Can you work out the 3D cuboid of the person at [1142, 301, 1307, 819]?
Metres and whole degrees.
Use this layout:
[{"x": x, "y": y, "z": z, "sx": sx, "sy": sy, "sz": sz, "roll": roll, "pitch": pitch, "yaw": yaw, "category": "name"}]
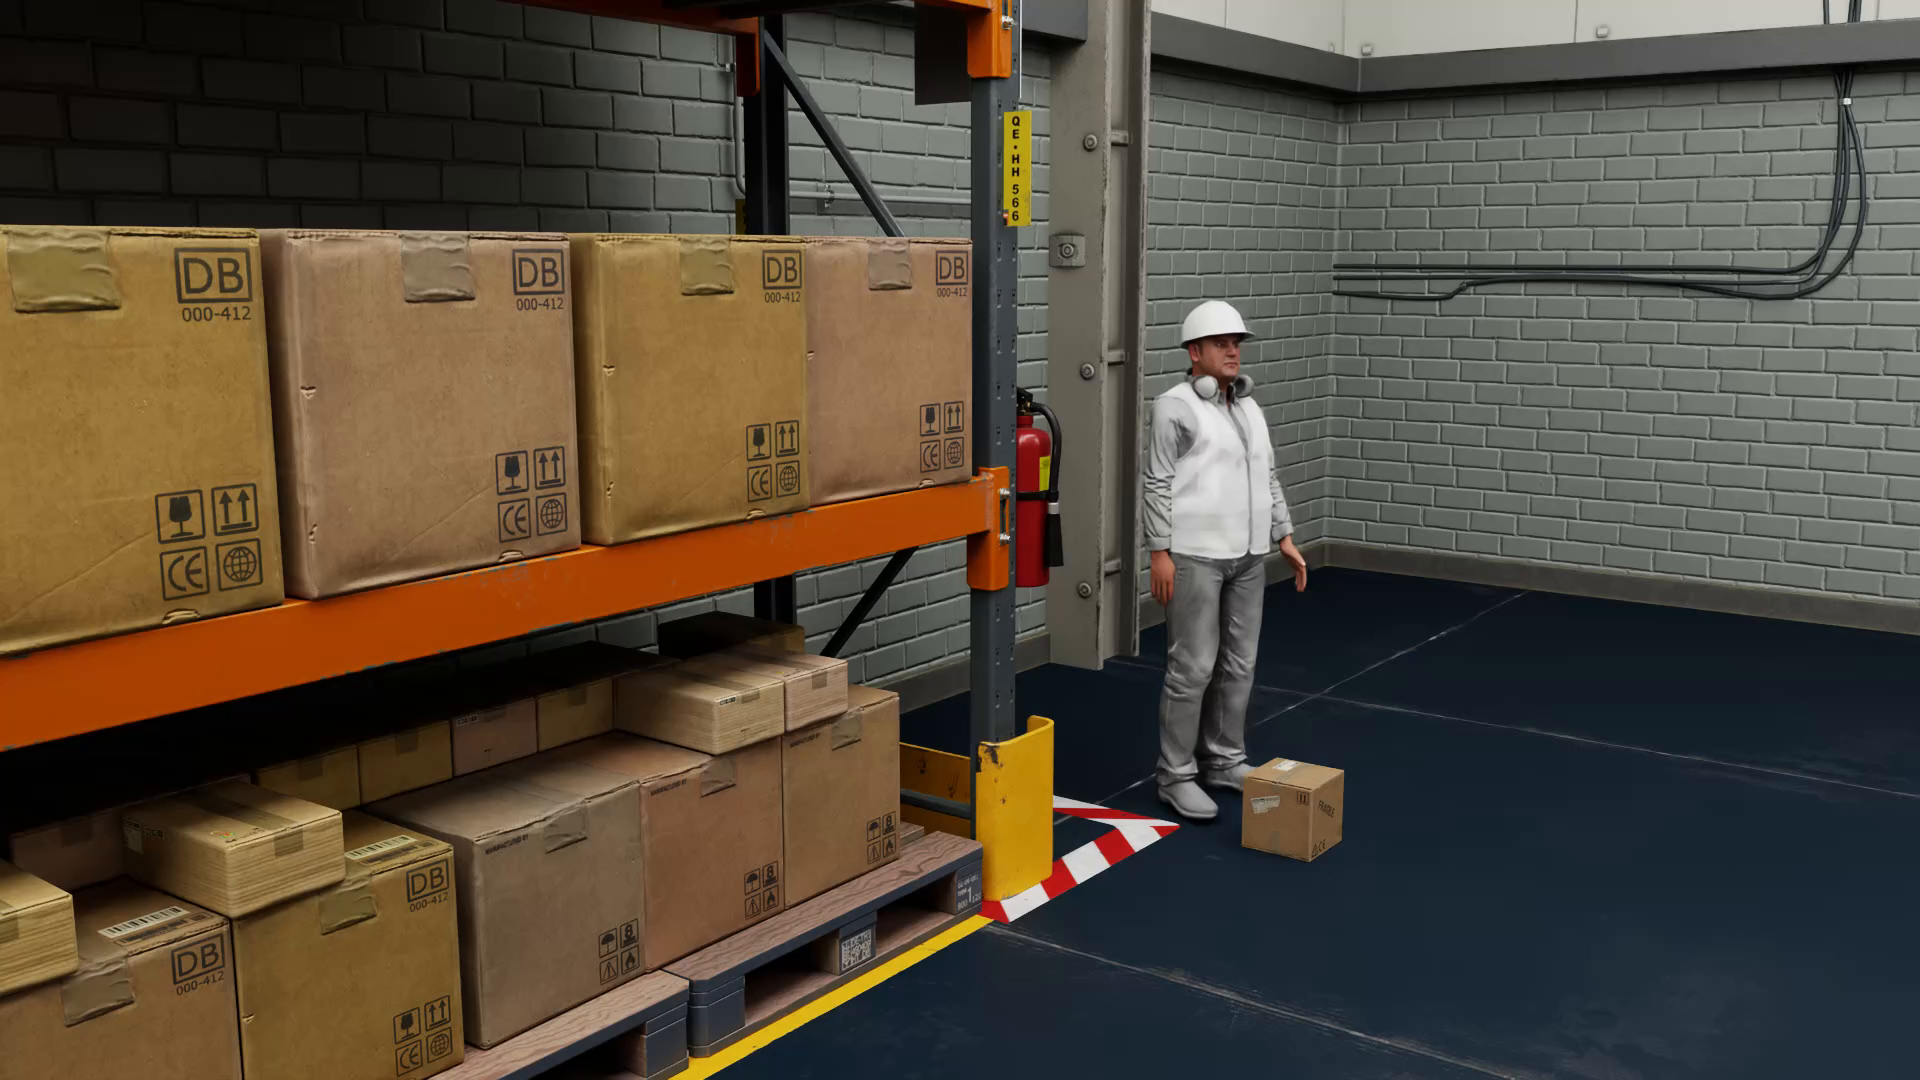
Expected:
[{"x": 0.927, "y": 0.053, "z": 5.896, "sx": 0.584, "sy": 1.782, "sz": 0.413, "roll": -8, "pitch": 13, "yaw": -39, "category": "person"}]
